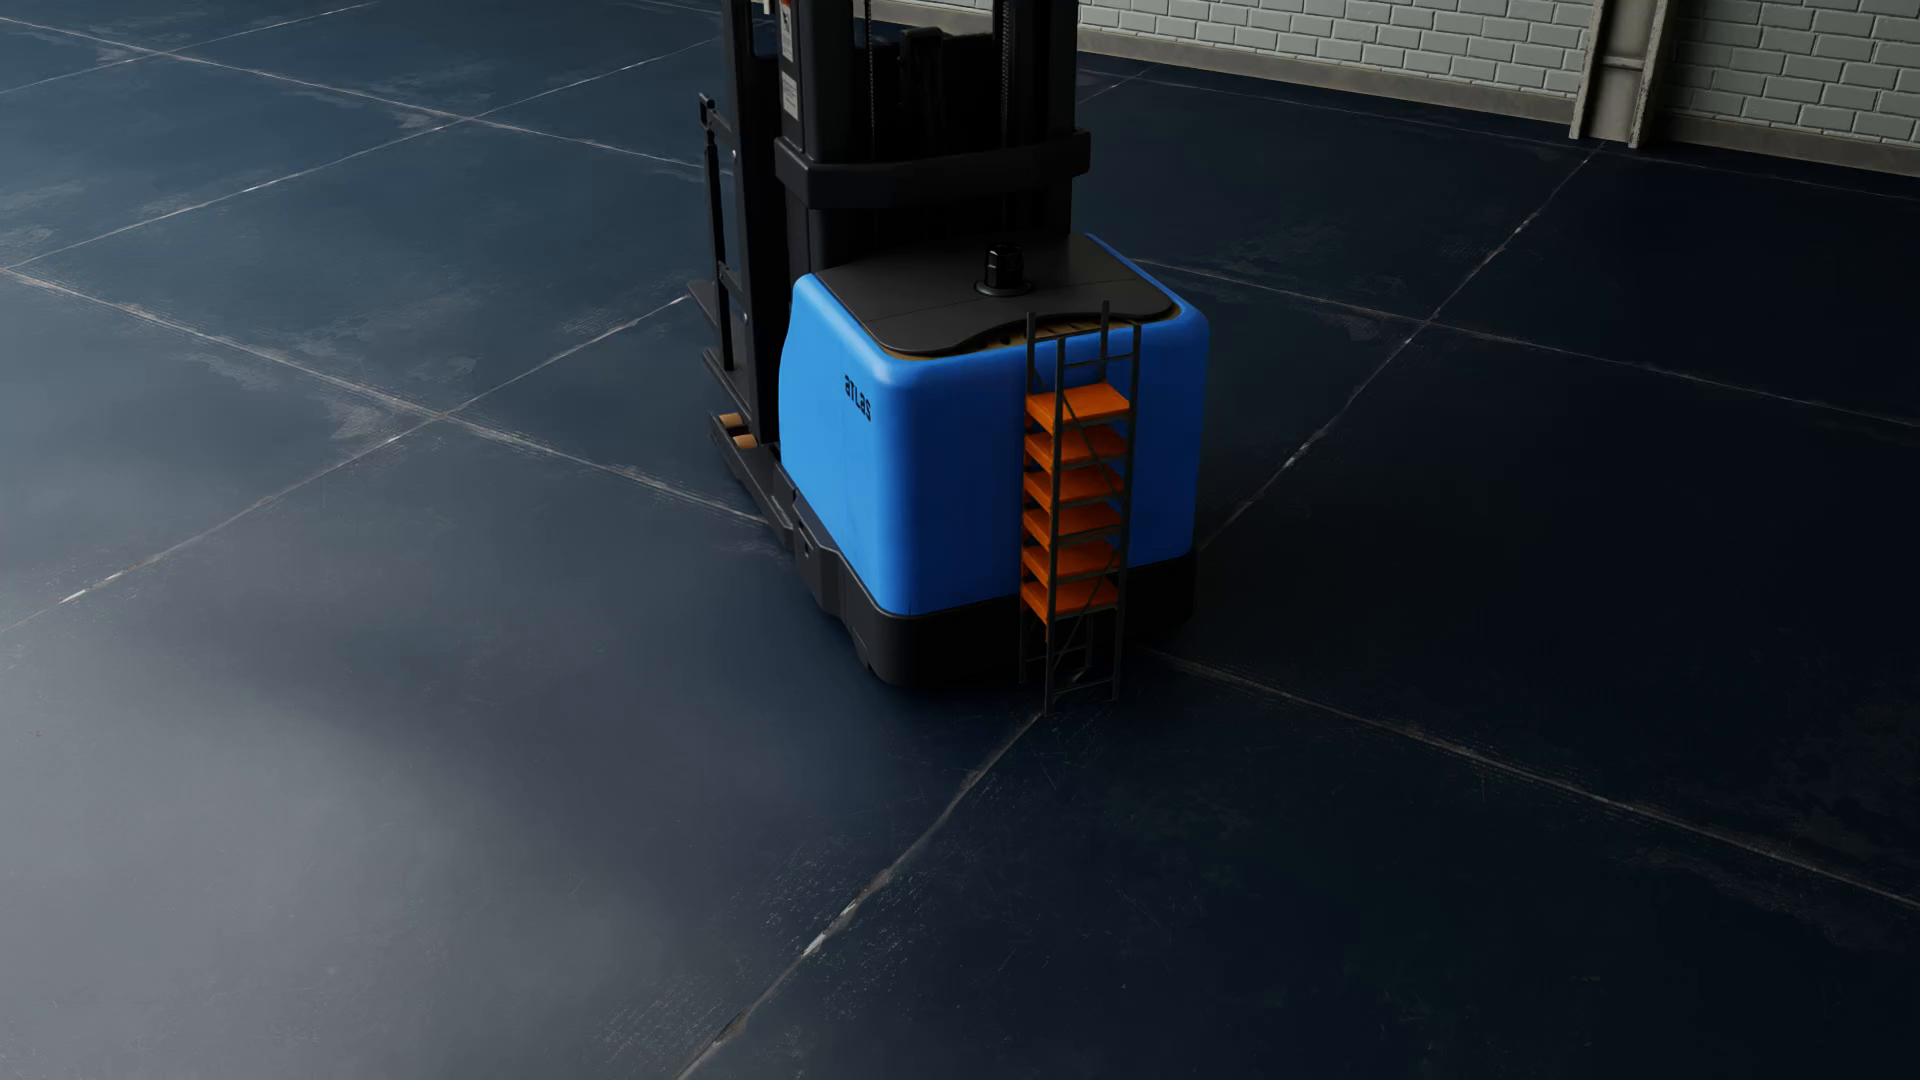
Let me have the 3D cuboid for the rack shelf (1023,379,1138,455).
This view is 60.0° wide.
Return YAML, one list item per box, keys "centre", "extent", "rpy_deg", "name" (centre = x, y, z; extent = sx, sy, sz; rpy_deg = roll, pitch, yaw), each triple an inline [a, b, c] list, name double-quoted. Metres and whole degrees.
- centre: [0.326, -0.336, 4.508]
  extent: [0.258, 0.103, 0.180]
  rpy_deg: [-12, 32, -19]
  name: "rack shelf"

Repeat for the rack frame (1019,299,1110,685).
- centre: [0.290, -0.106, 4.740]
  extent: [0.240, 1.200, 0.006]
  rpy_deg: [-12, 32, -19]
  name: "rack frame"

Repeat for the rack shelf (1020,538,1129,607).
- centre: [0.325, 0.078, 4.751]
  extent: [0.258, 0.103, 0.180]
  rpy_deg: [-12, 32, -19]
  name: "rack shelf"

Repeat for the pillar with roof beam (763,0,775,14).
- centre: [-3.526, -6.045, 7.181]
  extent: [0.400, 9.000, 9.100]
  rpy_deg: [18, 35, 27]
  name: "pillar with roof beam"

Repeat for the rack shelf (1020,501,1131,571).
- centre: [0.325, -0.025, 4.690]
  extent: [0.258, 0.103, 0.180]
  rpy_deg: [-12, 32, -19]
  name: "rack shelf"

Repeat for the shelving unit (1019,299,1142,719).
- centre: [0.325, -0.063, 4.667]
  extent: [0.258, 1.200, 0.189]
  rpy_deg: [-12, 32, -19]
  name: "shelving unit"

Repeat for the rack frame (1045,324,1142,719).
- centre: [0.360, -0.021, 4.594]
  extent: [0.240, 1.200, 0.006]
  rpy_deg: [-12, 32, -19]
  name: "rack frame"

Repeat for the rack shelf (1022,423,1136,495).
- centre: [0.325, -0.232, 4.568]
  extent: [0.258, 0.103, 0.180]
  rpy_deg: [-12, 32, -19]
  name: "rack shelf"

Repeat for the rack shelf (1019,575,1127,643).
- centre: [0.325, 0.182, 4.811]
  extent: [0.258, 0.103, 0.180]
  rpy_deg: [-12, 32, -19]
  name: "rack shelf"

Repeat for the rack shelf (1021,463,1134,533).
- centre: [0.325, -0.129, 4.629]
  extent: [0.258, 0.103, 0.180]
  rpy_deg: [-12, 32, -19]
  name: "rack shelf"

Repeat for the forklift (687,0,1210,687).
- centre: [-0.299, -1.562, 5.519]
  extent: [1.130, 2.935, 3.031]
  rpy_deg: [-12, 32, -19]
  name: "forklift"

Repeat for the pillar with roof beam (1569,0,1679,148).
- centre: [1.555, -4.437, 4.426]
  extent: [0.400, 9.000, 9.100]
  rpy_deg: [18, 35, 27]
  name: "pillar with roof beam"
